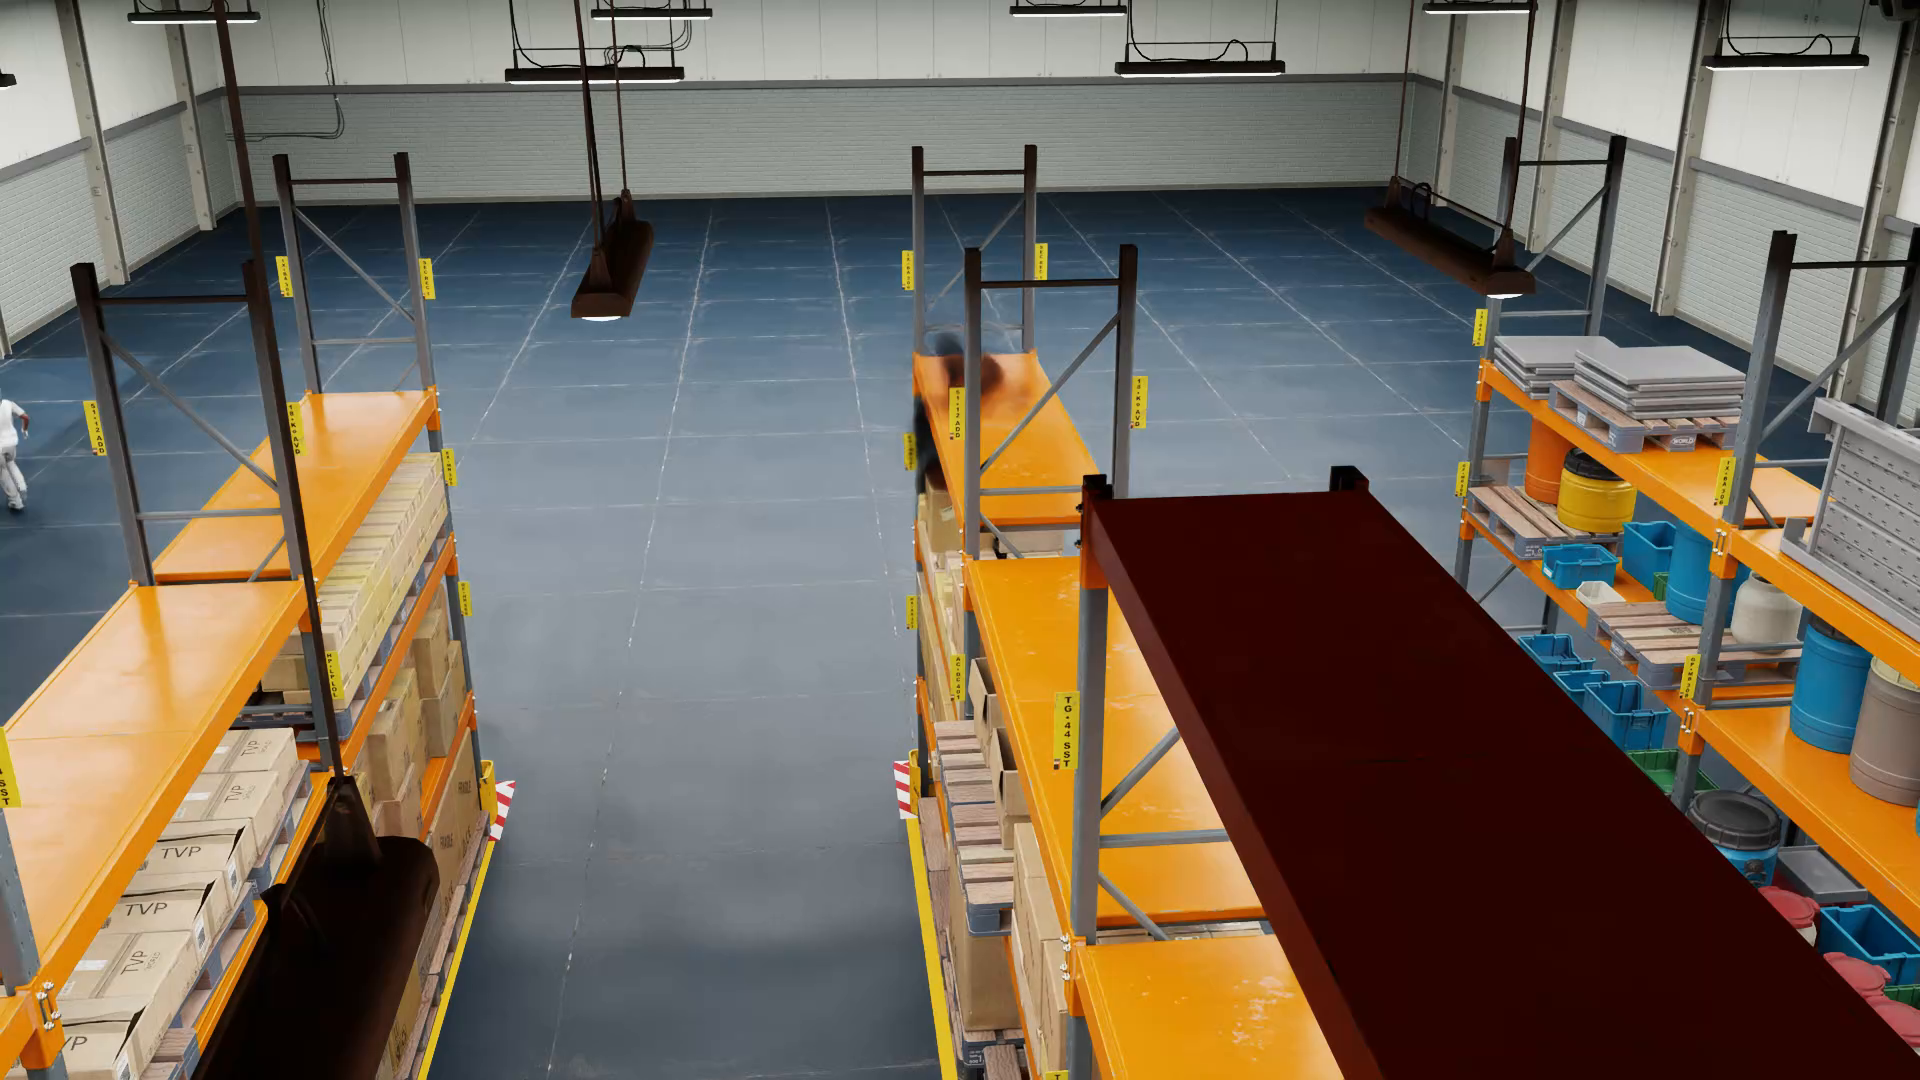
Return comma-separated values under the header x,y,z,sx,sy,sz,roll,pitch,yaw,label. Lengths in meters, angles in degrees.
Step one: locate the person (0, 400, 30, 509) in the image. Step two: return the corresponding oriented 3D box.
x,y,z,sx,sy,sz,roll,pitch,yaw,label
-12.992,-1.301,22.515,0.683,1.768,0.662,17,27,36,person
